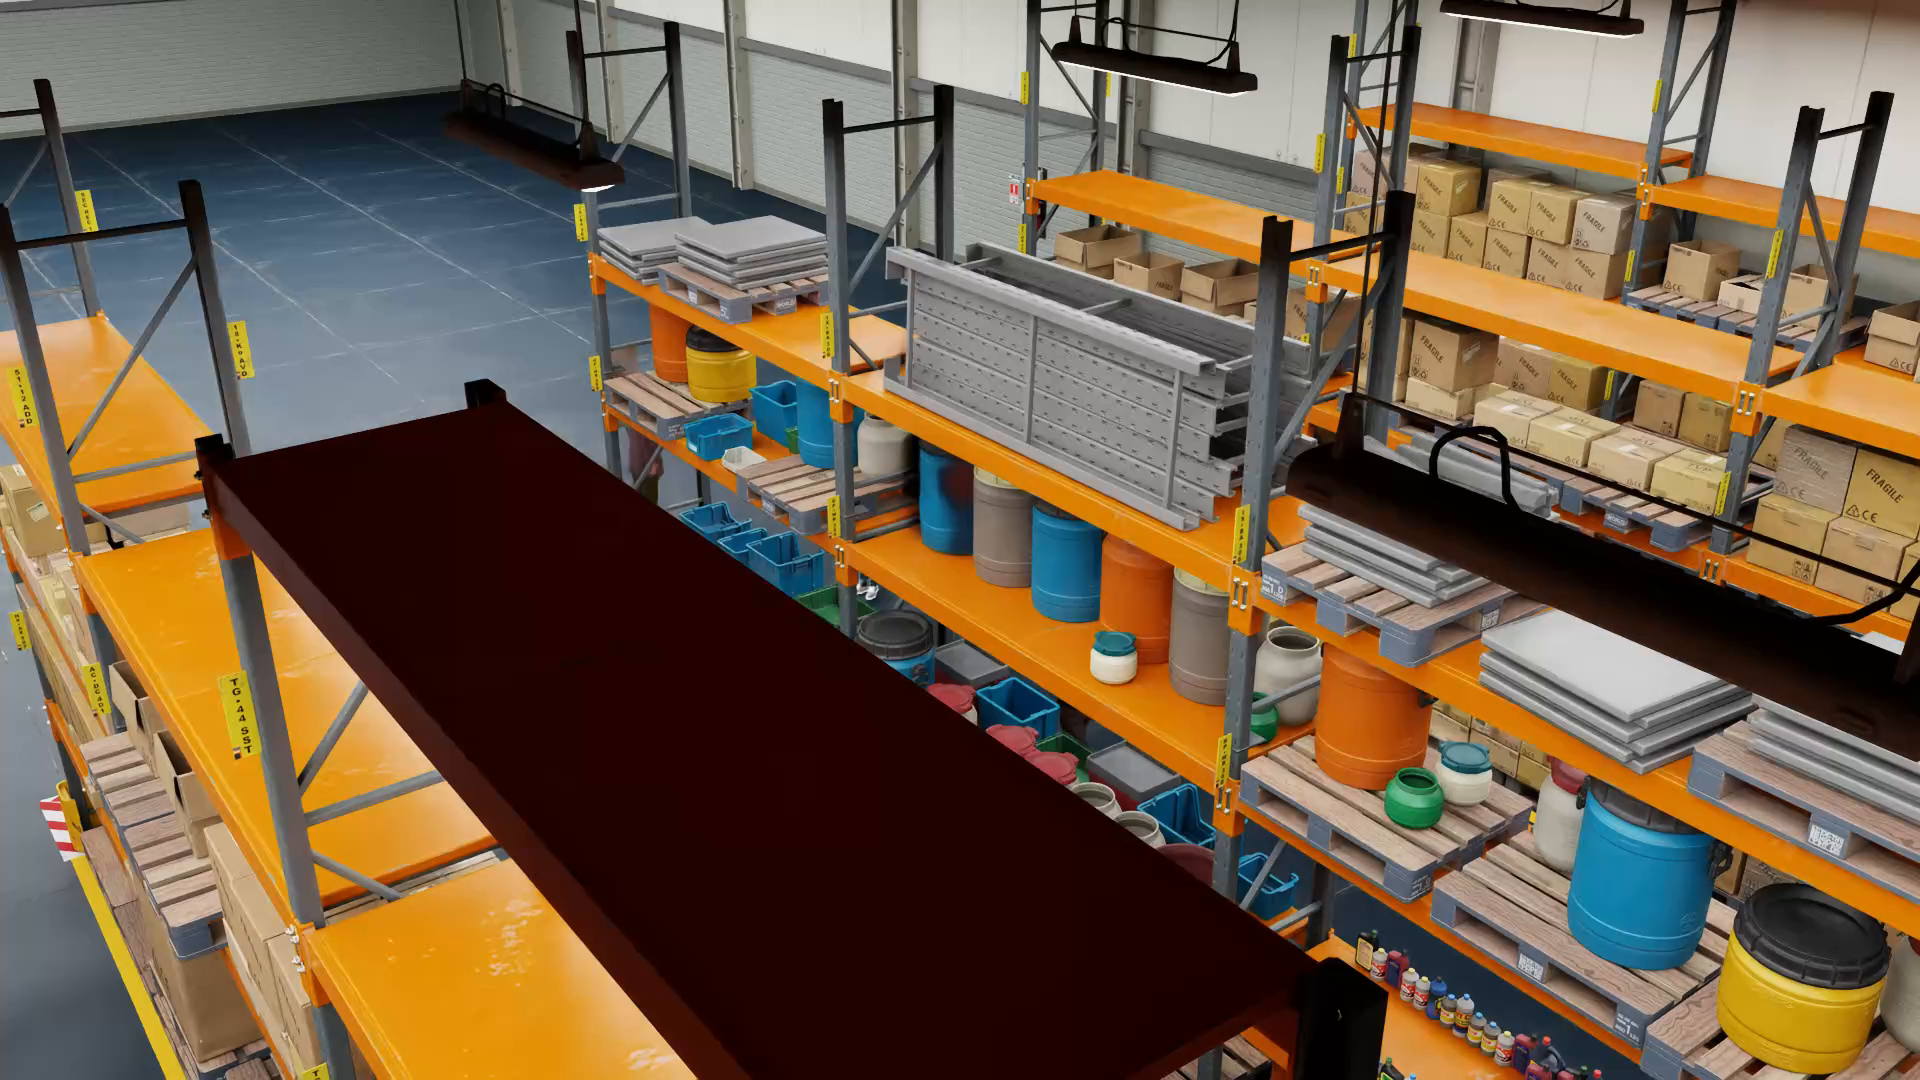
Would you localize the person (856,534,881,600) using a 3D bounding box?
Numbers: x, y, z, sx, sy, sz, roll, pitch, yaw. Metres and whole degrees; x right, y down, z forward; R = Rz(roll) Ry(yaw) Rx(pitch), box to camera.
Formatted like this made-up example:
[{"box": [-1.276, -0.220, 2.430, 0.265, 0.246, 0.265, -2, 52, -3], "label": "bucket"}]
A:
[{"box": [-1.030, -0.145, 17.403, 0.474, 1.601, 0.347, 11, 27, 23], "label": "person"}]

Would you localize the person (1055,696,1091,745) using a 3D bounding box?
[{"box": [1.039, 1.381, 13.919, 0.705, 1.746, 0.861, -14, 28, -28], "label": "person"}]

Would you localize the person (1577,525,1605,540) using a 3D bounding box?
[{"box": [5.910, 0.458, 16.039, 0.395, 1.621, 0.985, -19, 31, -35], "label": "person"}]

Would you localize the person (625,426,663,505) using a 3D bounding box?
[{"box": [-3.632, -0.964, 18.962, 0.399, 1.803, 0.644, -20, 31, -36], "label": "person"}]
